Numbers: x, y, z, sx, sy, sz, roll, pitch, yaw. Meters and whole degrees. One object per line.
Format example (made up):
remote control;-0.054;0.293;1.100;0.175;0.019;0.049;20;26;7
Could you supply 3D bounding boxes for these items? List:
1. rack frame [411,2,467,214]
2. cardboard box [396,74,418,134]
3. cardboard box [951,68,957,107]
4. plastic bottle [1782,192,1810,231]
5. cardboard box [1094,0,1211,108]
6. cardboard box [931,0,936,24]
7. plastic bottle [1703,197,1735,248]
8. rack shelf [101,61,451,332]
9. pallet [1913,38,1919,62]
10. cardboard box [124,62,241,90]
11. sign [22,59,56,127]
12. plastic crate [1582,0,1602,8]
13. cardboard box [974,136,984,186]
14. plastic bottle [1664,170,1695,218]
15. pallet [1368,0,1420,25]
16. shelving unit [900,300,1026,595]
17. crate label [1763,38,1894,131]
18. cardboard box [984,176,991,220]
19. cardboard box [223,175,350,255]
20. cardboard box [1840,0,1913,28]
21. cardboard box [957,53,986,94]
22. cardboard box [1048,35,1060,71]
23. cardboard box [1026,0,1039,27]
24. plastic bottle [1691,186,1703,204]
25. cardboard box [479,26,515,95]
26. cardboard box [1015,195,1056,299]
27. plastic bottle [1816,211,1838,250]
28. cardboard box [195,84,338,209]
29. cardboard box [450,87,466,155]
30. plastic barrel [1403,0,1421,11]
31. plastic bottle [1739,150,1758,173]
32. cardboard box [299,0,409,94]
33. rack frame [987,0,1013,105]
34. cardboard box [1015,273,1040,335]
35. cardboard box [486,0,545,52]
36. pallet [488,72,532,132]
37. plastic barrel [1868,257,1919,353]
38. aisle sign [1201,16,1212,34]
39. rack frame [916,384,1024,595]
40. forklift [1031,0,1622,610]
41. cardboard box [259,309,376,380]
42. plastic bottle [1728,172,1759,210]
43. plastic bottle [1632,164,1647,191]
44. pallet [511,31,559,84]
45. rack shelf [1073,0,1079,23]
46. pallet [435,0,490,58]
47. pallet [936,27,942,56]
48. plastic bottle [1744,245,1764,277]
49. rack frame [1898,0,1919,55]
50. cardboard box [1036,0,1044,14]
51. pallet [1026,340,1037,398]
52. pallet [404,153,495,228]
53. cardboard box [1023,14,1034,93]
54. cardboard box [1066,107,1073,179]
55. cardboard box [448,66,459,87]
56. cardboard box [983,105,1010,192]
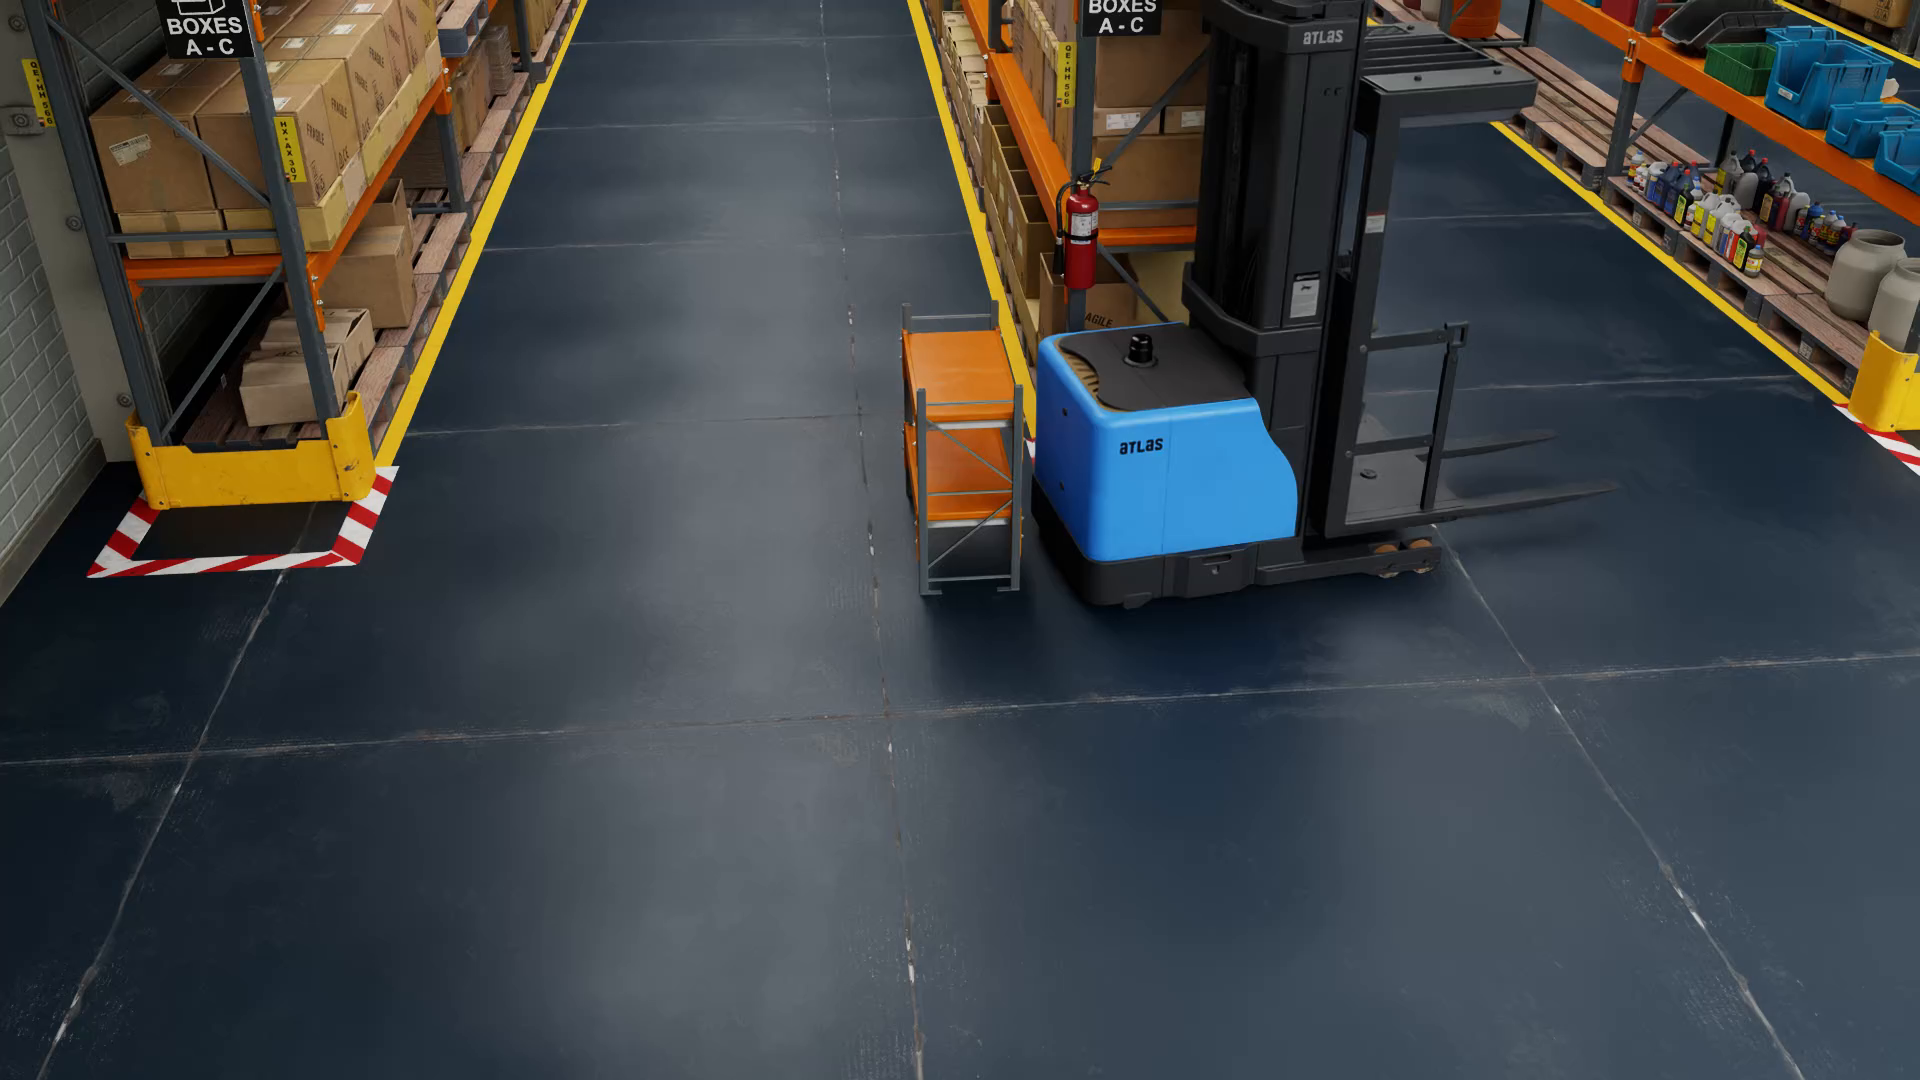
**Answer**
rack frame;-4.221;-3.568;11.799;1.000;3.000;0.127;-3;31;-5
cardboard box;-3.775;-2.775;10.597;0.500;0.250;0.500;-3;31;-5
cardboard box;0.195;-4.047;14.871;0.500;0.250;0.500;-4;31;-6
plastic bottle;6.049;-2.402;12.073;0.152;0.276;0.135;-2;31;-4
cardboard box;1.048;-2.631;8.868;0.700;0.500;0.500;-3;31;-4
cardboard box;-0.033;-5.696;17.370;0.500;0.500;0.500;-4;31;-6
plastic bottle;5.379;-2.254;11.753;0.144;0.351;0.185;-2;31;-3
rack shelf;-4.035;-2.239;10.274;1.077;0.370;4.000;-3;31;-5
pallet;10.271;-4.726;16.457;1.003;0.211;1.213;-3;31;-5
cardboard box;-4.141;-2.280;9.038;0.500;0.500;0.500;-2;31;-4
sign;-4.402;-2.143;7.975;0.100;0.325;0.005;-3;31;-5
plastic crate;5.229;-4.585;13.516;0.392;0.384;0.575;-3;31;-5
cardboard box;0.383;-3.005;13.128;0.500;0.250;0.500;-3;31;-5
plastic bottle;5.322;-2.566;12.276;0.144;0.351;0.185;-4;31;-7
pallet;5.043;-5.910;18.439;1.003;0.211;1.213;-3;31;-5
shelving unit;-0.001;-0.486;8.467;0.538;1.125;1.048;-3;31;-5
crate label;5.575;-2.943;10.717;0.502;0.435;0.616;-3;31;-5
cardboard box;0.452;-2.556;12.376;0.500;0.250;0.500;-3;31;-5
cardboard box;-3.577;-1.735;8.856;0.500;0.250;0.500;-4;31;-6
cardboard box;10.156;-5.944;17.439;1.225;0.875;0.875;-4;31;-7
cardboard box;0.245;-4.018;14.277;0.500;0.311;0.500;-3;31;-5
cardboard box;0.736;-2.934;10.007;0.380;0.149;0.250;-2;31;-3
cardboard box;0.639;-3.461;10.889;0.380;0.149;0.250;-4;31;-6
plastic bottle;5.373;-2.459;12.173;0.097;0.271;0.097;0;31;0
cardboard box;-4.476;-4.361;15.135;0.700;0.500;0.500;-2;31;-4
cardboard box;0.630;-1.857;10.474;0.500;0.500;0.500;-3;31;-5
plastic bottle;6.116;-2.185;11.715;0.097;0.271;0.097;0;31;0
cardboard box;-3.593;-2.051;8.653;0.500;0.500;0.500;-3;31;-5
cardboard box;-4.405;-3.321;13.393;0.700;0.500;0.500;-3;31;-6
plastic barrel;5.100;-6.056;17.906;0.600;0.588;0.708;-3;31;-5
plastic bottle;5.989;-2.780;12.633;0.144;0.351;0.185;-4;31;-6
cardboard box;-3.781;-3.096;10.403;0.500;0.500;0.500;-4;31;-6
rack frame;0.710;-3.808;12.200;1.000;3.000;0.127;-3;31;-5
cardboard box;0.633;-1.535;10.666;0.500;0.250;0.500;-3;31;-5
cardboard box;-4.533;-5.250;16.301;0.750;0.750;0.750;-3;31;-5
pallet;-4.524;-4.014;15.265;1.003;0.211;1.213;-3;31;-5
plastic barrel;5.878;-1.445;10.261;0.421;0.512;0.421;0;31;0
aisle sign;1.395;-2.863;8.082;0.394;0.787;0.004;-3;31;-5
rack frame;0.047;-0.227;8.033;0.500;1.125;0.032;-3;31;-5
forklift;1.953;-1.321;8.103;3.031;2.935;1.130;-8;32;-12
cardboard box;-3.876;-1.209;10.043;0.500;0.311;0.500;0;31;0
plastic bottle;5.862;-2.630;12.455;0.152;0.276;0.135;-3;31;-5
plastic bottle;5.245;-2.795;12.804;0.097;0.201;0.097;0;31;0
pallet;-4.594;-4.820;16.613;1.003;0.211;1.213;-3;31;-5
rack shelf;0.897;-3.766;9.905;1.077;0.370;4.000;-3;31;-5
pallet;-4.148;-3.883;12.513;1.003;0.211;1.213;-3;31;-5
pallet;0.304;-5.036;16.975;1.003;0.211;1.213;-3;31;-5
plastic bottle;5.408;-1.905;11.314;0.097;0.201;0.097;0;31;0
rack frame;10.200;-6.323;16.410;1.000;3.000;0.127;-3;31;-5
cardboard box;0.853;-3.668;10.603;0.700;0.500;0.500;-3;31;-5
pallet;0.971;-0.957;10.146;1.003;0.211;1.213;-3;31;-5
pallet;-4.296;-2.769;13.180;1.003;0.211;1.213;-3;31;-5
cardboard box;0.814;-3.355;11.345;0.700;0.500;0.500;-3;31;-5
cardboard box;0.999;-2.315;9.604;0.700;0.500;0.500;-2;31;-3
cardboard box;-4.404;-3.871;13.583;0.500;0.250;0.500;-4;31;-6
cardboard box;0.442;-2.878;12.183;0.500;0.500;0.500;-3;31;-5
